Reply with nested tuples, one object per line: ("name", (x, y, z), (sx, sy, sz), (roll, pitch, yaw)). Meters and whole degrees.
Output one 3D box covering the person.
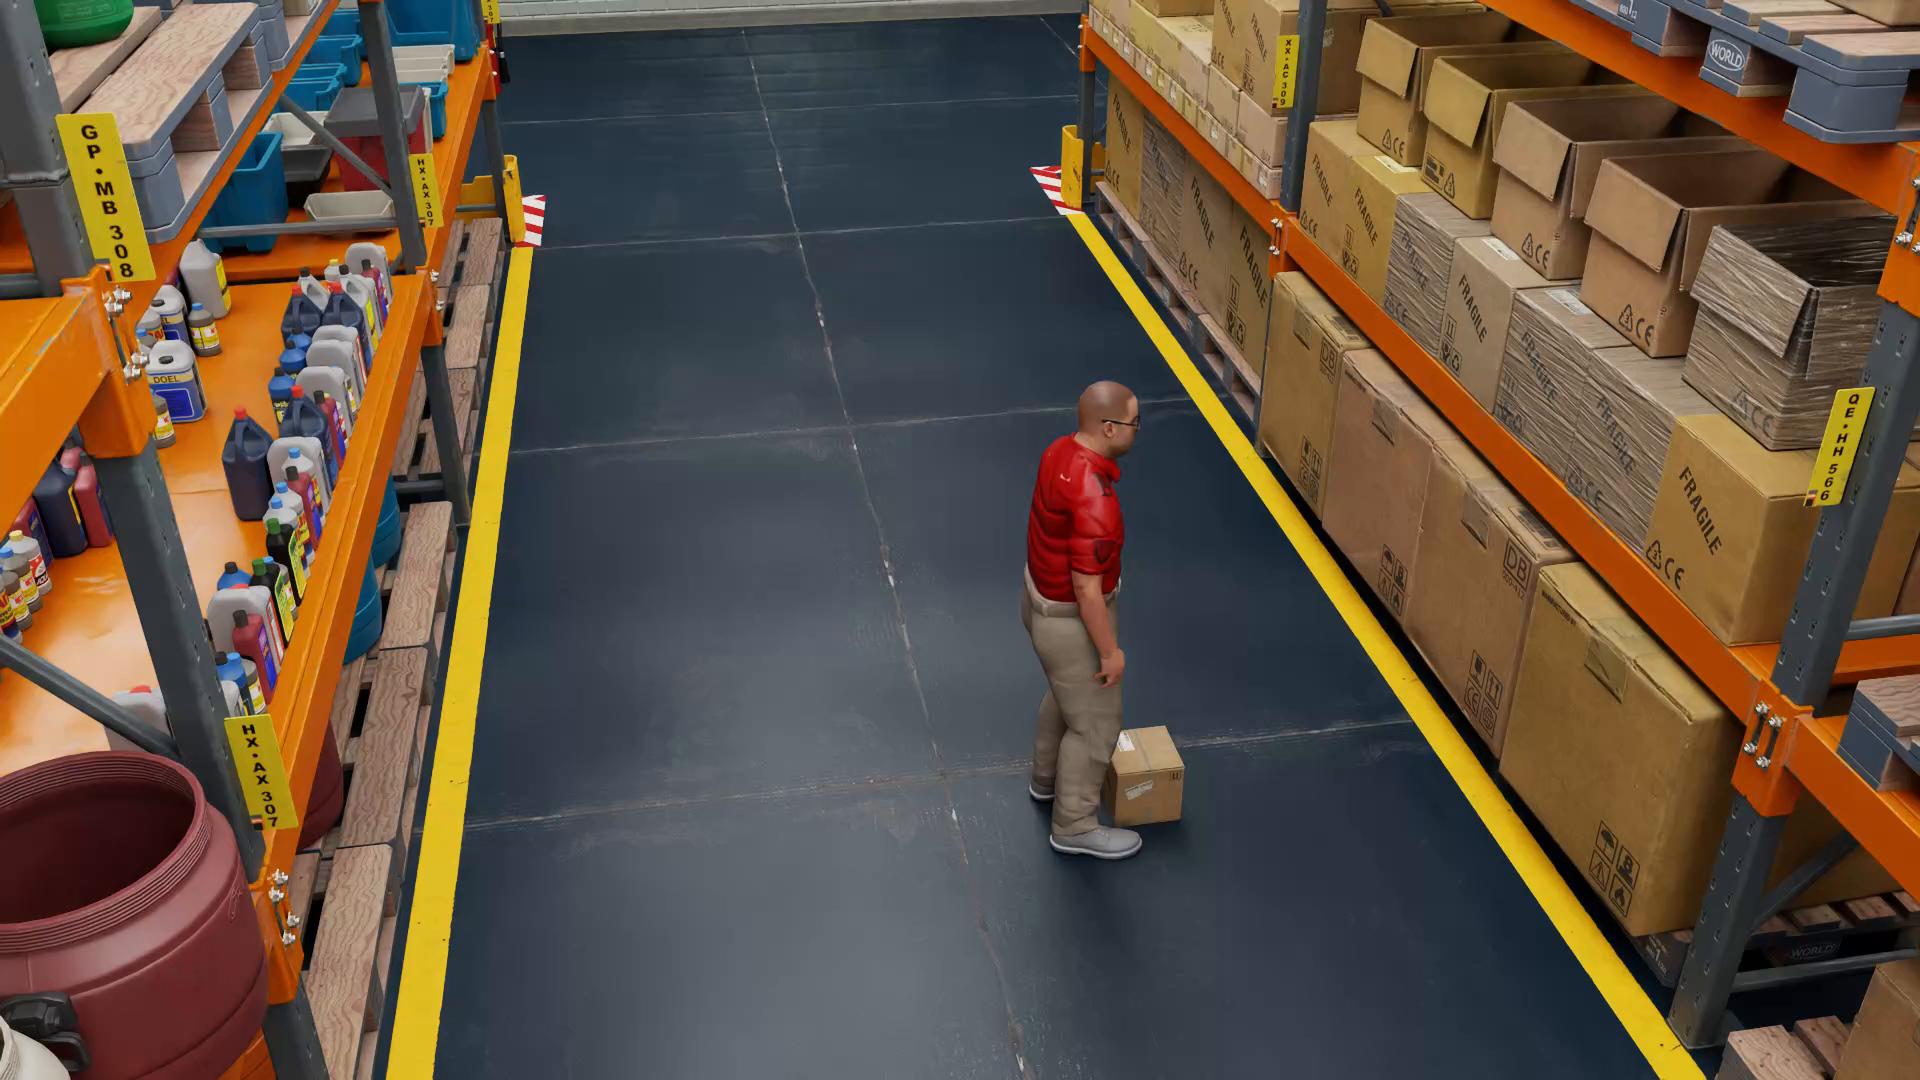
("person", (0.418, 0.260, 5.702), (0.392, 1.727, 0.585), (-5, 31, -9))
